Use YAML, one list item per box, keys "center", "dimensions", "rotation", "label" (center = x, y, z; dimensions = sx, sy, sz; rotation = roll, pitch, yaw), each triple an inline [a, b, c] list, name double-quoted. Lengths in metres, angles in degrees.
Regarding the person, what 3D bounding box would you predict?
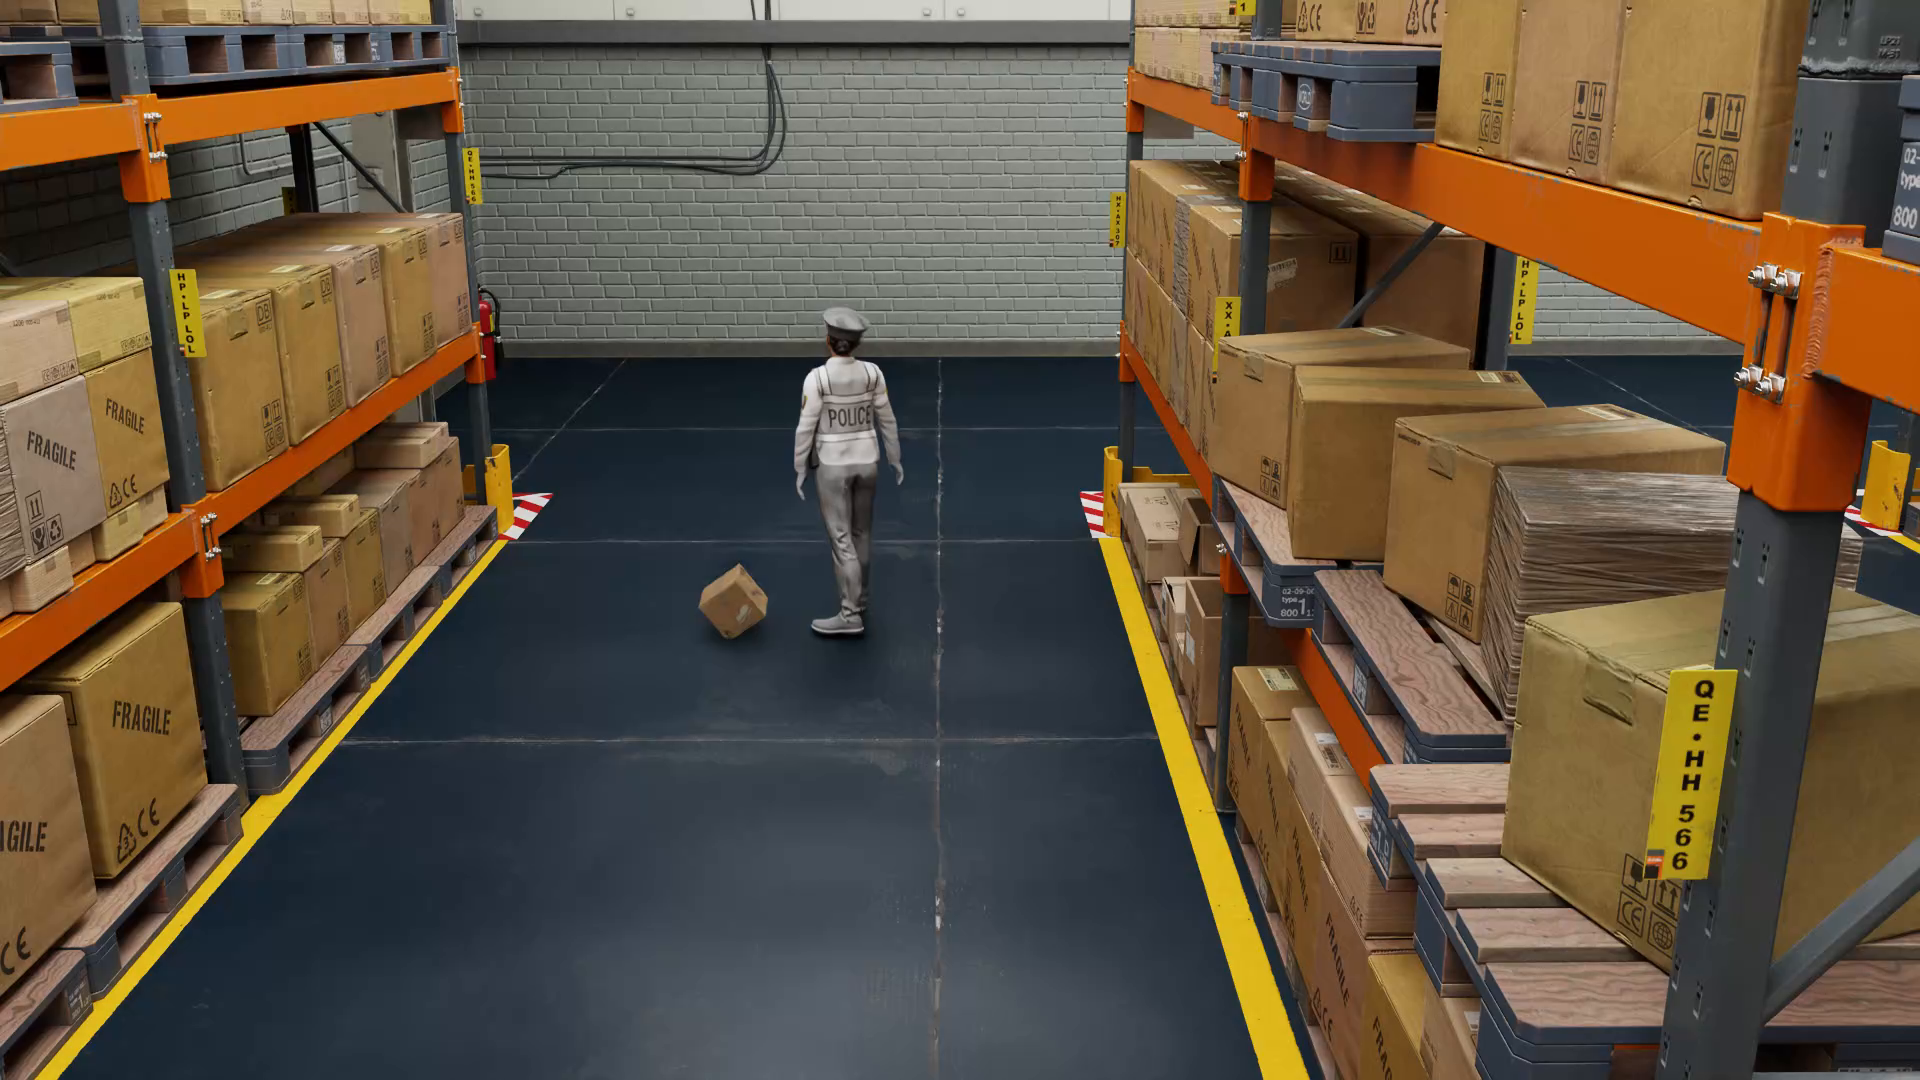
- center: [-0.583, -0.383, 8.710]
  dimensions: [0.620, 1.662, 0.612]
  rotation: [-10, 20, -29]
  label: "person"
